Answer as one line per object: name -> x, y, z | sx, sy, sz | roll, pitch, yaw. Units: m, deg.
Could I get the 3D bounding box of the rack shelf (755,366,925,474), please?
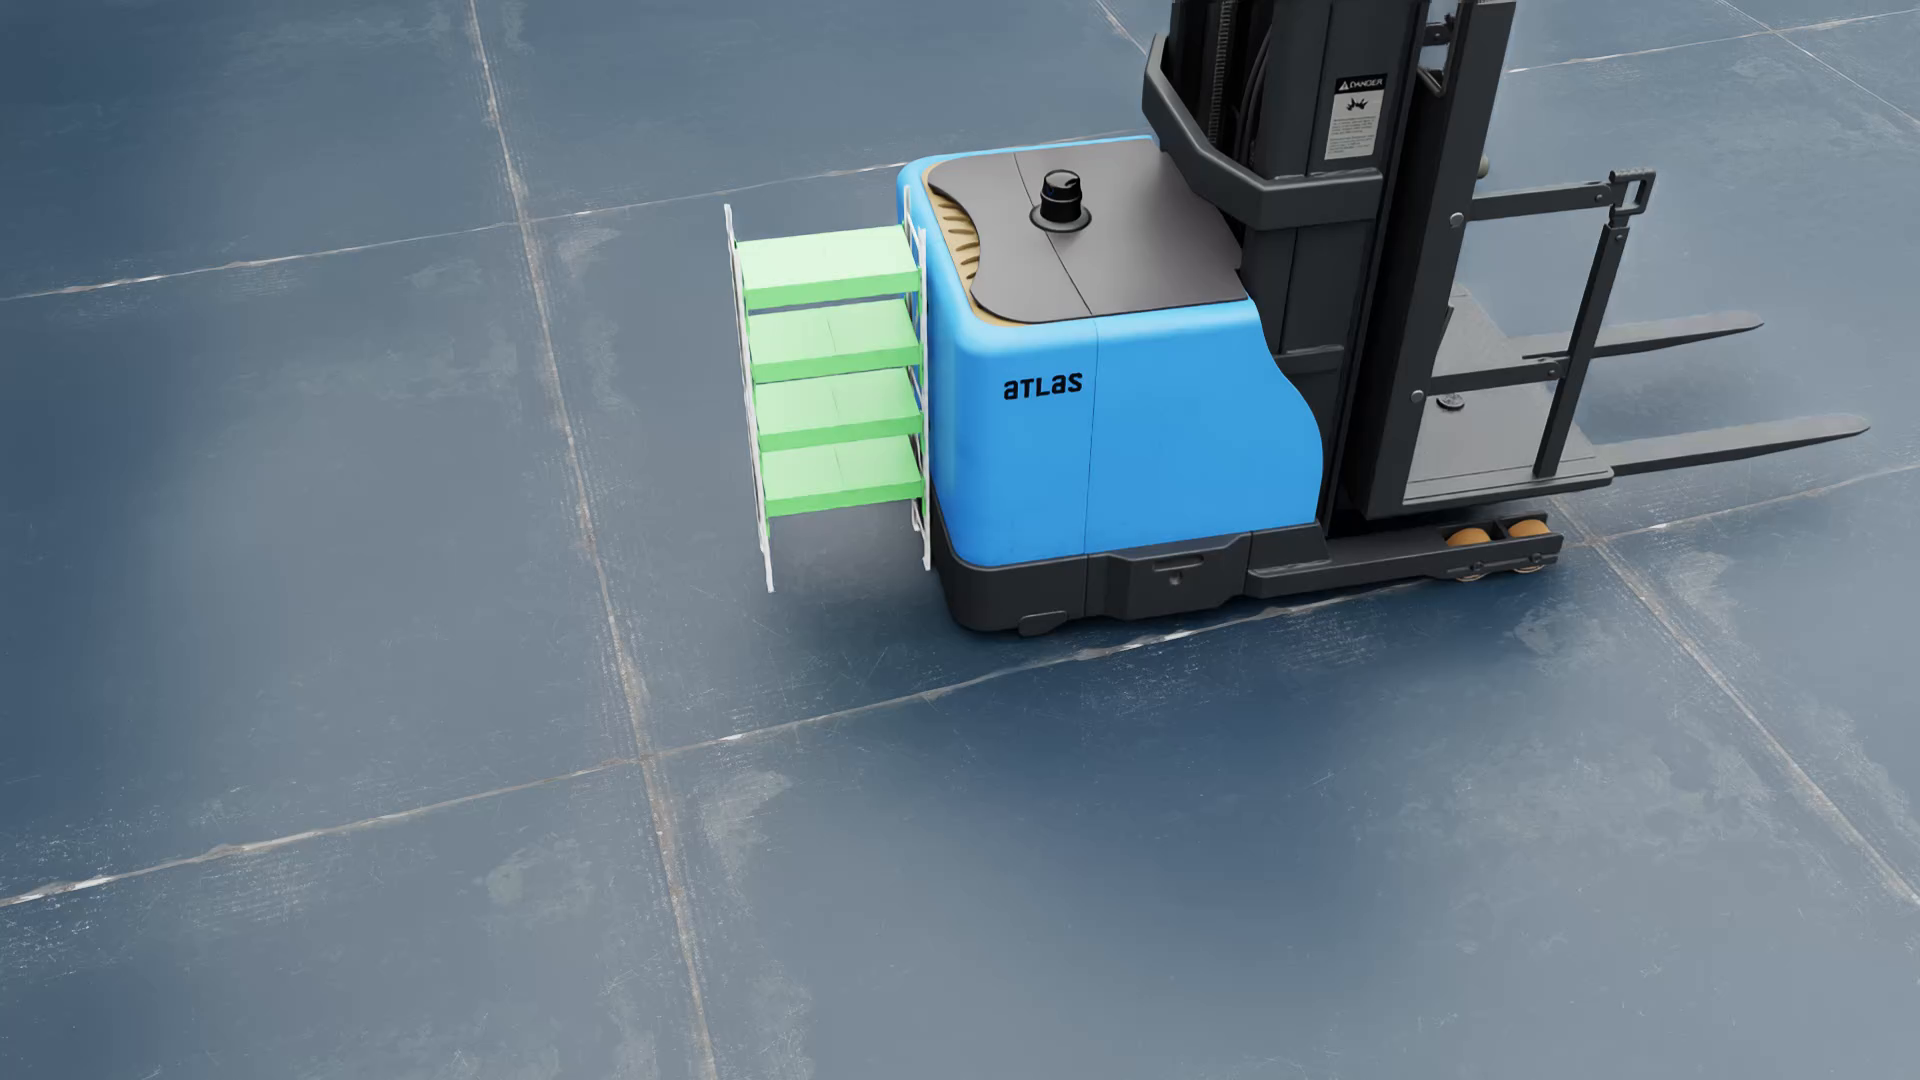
rack shelf -> -0.361, -0.355, 4.842 | 0.480, 0.148, 0.258 | -8, 42, -9

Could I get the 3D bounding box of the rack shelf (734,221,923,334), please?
rack shelf -> -0.361, -0.717, 4.526 | 0.480, 0.148, 0.258 | -8, 42, -9

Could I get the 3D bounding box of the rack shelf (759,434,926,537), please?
rack shelf -> -0.361, -0.174, 4.999 | 0.480, 0.148, 0.258 | -8, 42, -9

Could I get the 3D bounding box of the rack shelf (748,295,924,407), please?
rack shelf -> -0.361, -0.536, 4.684 | 0.480, 0.148, 0.258 | -8, 42, -9

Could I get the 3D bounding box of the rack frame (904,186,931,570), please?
rack frame -> -0.122, -0.436, 4.837 | 0.015, 1.200, 0.240 | -8, 42, -9

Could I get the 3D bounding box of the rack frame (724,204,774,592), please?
rack frame -> -0.600, -0.371, 4.762 | 0.015, 1.200, 0.240 | -8, 42, -9

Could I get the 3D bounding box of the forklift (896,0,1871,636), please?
forklift -> 1.370, -1.311, 4.522 | 3.031, 2.935, 1.130 | -8, 42, -9

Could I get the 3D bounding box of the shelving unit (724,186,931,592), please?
shelving unit -> -0.361, -0.403, 4.800 | 0.503, 1.200, 0.258 | -8, 42, -9
